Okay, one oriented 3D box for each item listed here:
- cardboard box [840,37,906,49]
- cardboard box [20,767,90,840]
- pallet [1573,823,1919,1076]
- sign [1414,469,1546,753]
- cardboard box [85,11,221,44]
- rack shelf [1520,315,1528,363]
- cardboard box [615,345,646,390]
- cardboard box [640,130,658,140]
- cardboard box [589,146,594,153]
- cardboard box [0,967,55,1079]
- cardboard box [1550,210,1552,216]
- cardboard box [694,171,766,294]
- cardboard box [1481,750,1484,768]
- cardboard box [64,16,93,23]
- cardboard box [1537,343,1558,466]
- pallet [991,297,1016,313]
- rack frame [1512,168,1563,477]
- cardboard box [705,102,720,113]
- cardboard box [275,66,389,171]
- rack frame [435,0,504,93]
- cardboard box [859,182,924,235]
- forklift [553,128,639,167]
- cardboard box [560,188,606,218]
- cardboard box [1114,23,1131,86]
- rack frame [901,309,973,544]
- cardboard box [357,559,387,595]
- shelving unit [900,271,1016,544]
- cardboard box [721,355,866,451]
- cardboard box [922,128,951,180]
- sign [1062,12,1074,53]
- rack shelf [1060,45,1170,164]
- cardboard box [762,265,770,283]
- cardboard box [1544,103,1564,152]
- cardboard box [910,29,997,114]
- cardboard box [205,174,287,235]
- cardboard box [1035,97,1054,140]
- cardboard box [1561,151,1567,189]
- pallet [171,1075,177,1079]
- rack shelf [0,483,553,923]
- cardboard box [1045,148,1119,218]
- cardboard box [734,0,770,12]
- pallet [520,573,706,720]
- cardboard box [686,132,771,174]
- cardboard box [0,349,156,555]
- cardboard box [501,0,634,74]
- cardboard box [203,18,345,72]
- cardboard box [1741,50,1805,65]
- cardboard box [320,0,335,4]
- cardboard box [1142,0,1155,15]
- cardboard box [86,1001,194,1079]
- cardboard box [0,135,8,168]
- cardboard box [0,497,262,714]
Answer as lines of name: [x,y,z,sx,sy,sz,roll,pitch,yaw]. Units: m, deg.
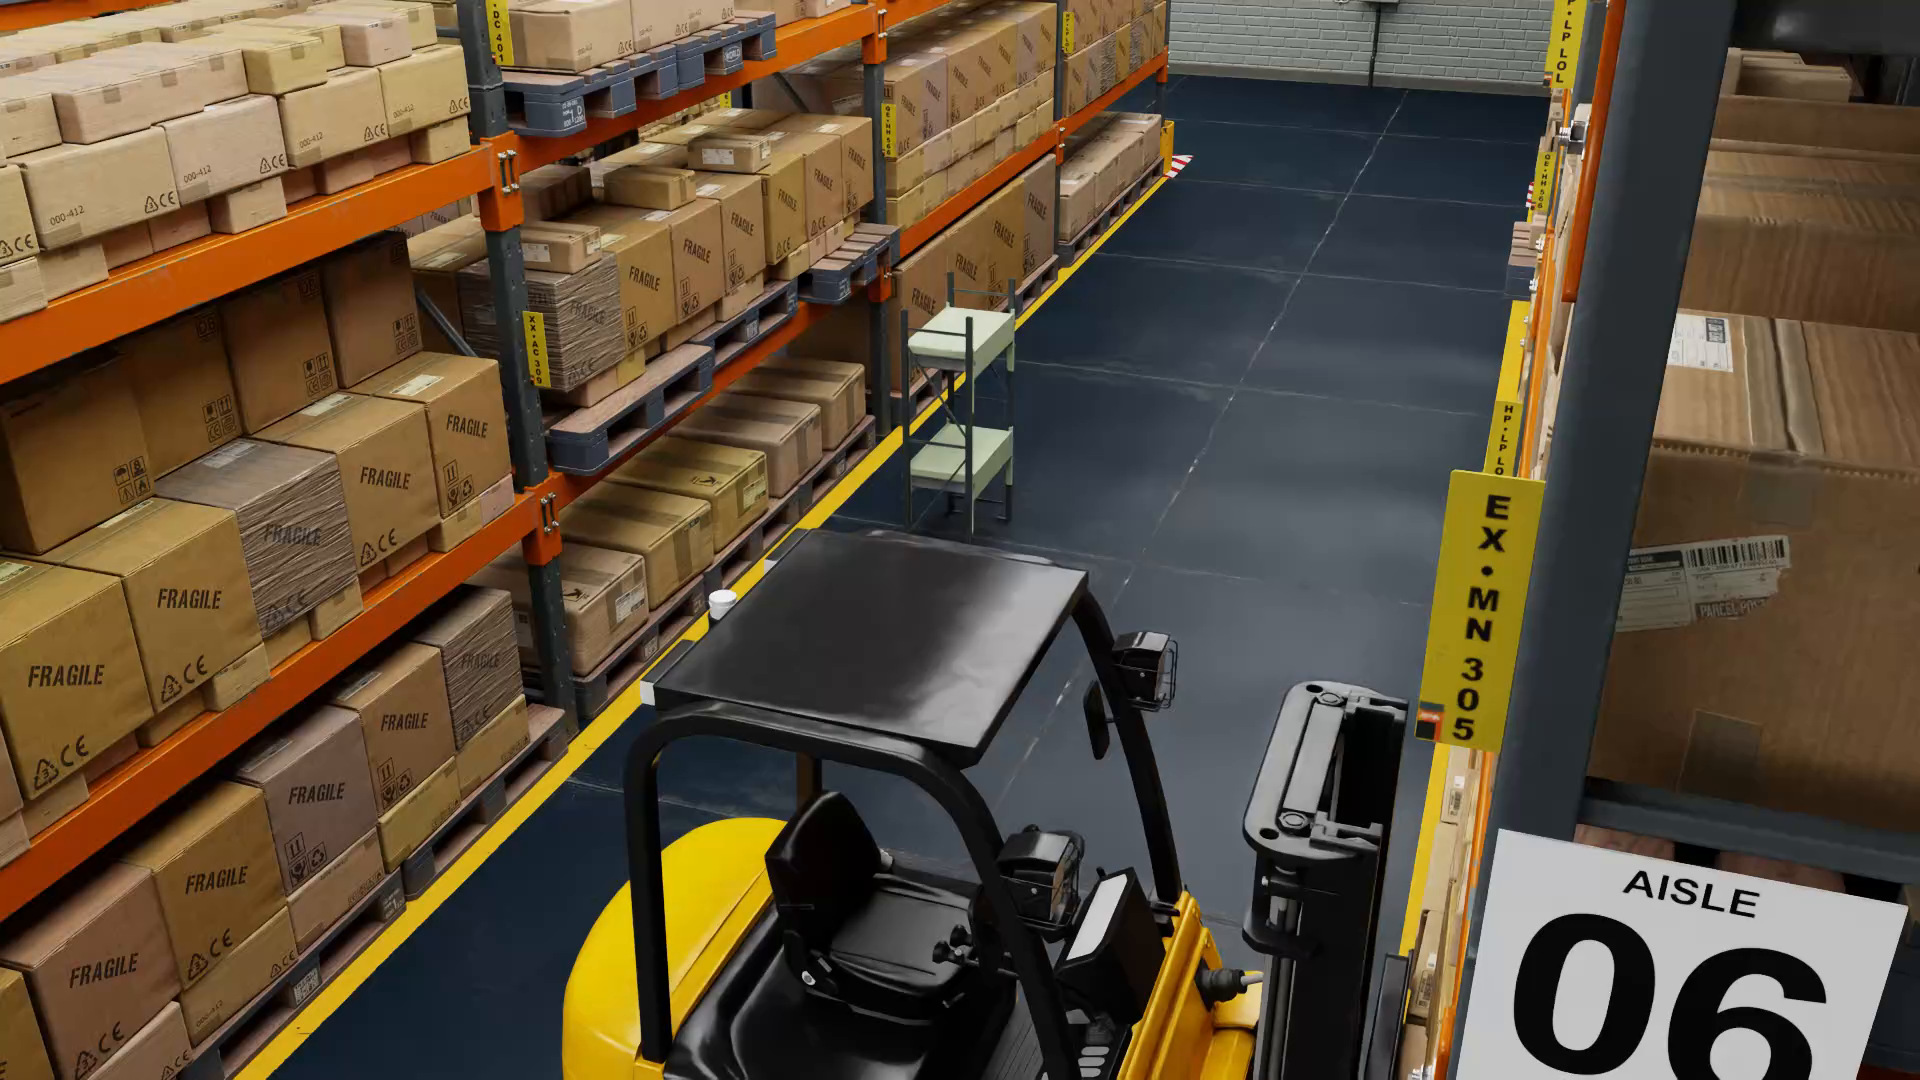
cardboard box: [-0.698,-3.288,11.836,0.500,0.500,0.500,9,27,17]
cardboard box: [-2.895,0.752,5.043,0.380,0.149,0.250,9,27,19]
pallet: [1.321,0.281,2.386,1.003,0.211,1.213,9,27,17]
sign: [0.555,0.081,1.773,0.100,0.325,0.005,9,27,17]
cardboard box: [-2.857,-1.779,5.913,0.380,0.149,0.250,8,27,16]
rack shelf: [4.389,-1.907,11.072,1.077,0.370,4.000,9,27,17]
cardboard box: [-1.716,-0.842,7.853,0.380,0.149,0.250,9,27,18]
cardboard box: [-3.404,-4.224,17.481,0.380,0.149,0.250,9,27,18]
cardboard box: [-3.833,-3.948,16.569,0.380,0.149,0.250,8,27,17]
cardboard box: [-3.084,1.570,4.878,0.500,0.500,0.500,8,27,16]
cardboard box: [3.340,-1.658,8.873,0.380,0.149,0.250,10,27,19]
cardboard box: [-1.358,-1.622,8.720,0.500,0.500,0.500,8,27,15]
cardboard box: [1.586,0.513,4.390,0.380,0.149,0.250,8,27,16]
cardboard box: [-8.870,-5.021,16.564,0.500,0.500,0.500,9,27,18]
cardboard box: [1.135,-0.134,2.700,0.396,0.266,0.258,9,27,18]
pallet: [-0.217,-1.685,12.988,1.003,0.211,1.213,9,27,17]
rack frame: [2.393,0.235,5.823,1.000,3.000,0.127,9,27,17]
cardboard box: [-2.904,-4.873,18.820,0.380,0.149,0.250,8,27,16]
cardboard box: [-2.350,-1.472,5.736,0.500,0.250,0.500,8,27,17]
rack frame: [-2.289,-3.184,5.999,1.000,3.000,0.127,9,27,17]
cardboard box: [-0.558,-2.224,11.074,0.500,0.250,0.500,8,27,17]
forklift: [-2.803,-2.185,10.899,1.130,2.935,3.031,10,27,19]
cardboard box: [-2.011,-1.490,8.447,0.500,0.500,0.500,10,27,19]
cardboard box: [1.290,-4.592,15.678,0.500,0.500,0.500,10,27,19]
rack frame: [-0.124,-0.522,9.107,0.400,1.500,0.023,9,27,17]
cardboard box: [-2.442,0.105,6.378,0.380,0.149,0.250,8,27,17]
shelving unit: [-0.002,-0.672,9.417,0.431,1.500,0.755,9,27,17]
cardboard box: [-1.156,-0.903,10.706,0.950,0.372,0.625,7,27,14]
cardboard box: [-0.384,-2.669,11.420,0.500,0.250,0.500,9,27,19]
sign: [0.888,-4.182,13.707,0.100,0.325,0.005,9,27,17]
rack shelf: [1.038,-4.269,15.951,1.077,0.370,4.000,9,27,17]
cardboard box: [-1.280,-1.501,9.215,0.380,0.149,0.250,9,27,18]
cardboard box: [4.249,-2.585,11.050,0.700,0.500,0.500,9,27,17]
cardboard box: [-0.050,-3.412,12.093,0.500,0.500,0.500,9,27,18]
cardboard box: [-2.463,-1.126,5.479,0.380,0.149,0.250,10,27,19]
cardboard box: [0.461,-3.483,13.673,0.500,0.250,0.500,8,27,16]
cardboard box: [1.957,-1.096,4.821,0.380,0.149,0.250,9,27,19]
pallet: [-3.291,2.055,5.263,1.003,0.211,1.213,9,27,17]
rack shelf: [-2.955,0.662,5.766,1.077,0.370,4.000,9,27,17]
cardboard box: [0.980,-3.417,15.824,0.875,0.438,0.875,8,27,16]
cardboard box: [-1.439,-2.893,8.722,0.797,0.503,0.637,9,27,17]
pallet: [-2.032,0.451,8.575,1.003,0.211,1.213,9,27,17]
cardboard box: [-1.237,-2.074,8.909,0.380,0.149,0.250,7,27,15]
cardboard box: [-3.111,-0.326,5.379,0.700,0.500,0.500,9,27,17]
cardboard box: [-1.717,-2.137,6.970,0.500,0.250,0.500,8,27,16]
cardboard box: [-2.374,-1.706,5.762,0.380,0.149,0.250,9,27,19]
cardboard box: [2.831,-1.677,6.021,0.380,0.149,0.250,9,27,17]
cardboard box: [-7.619,-6.334,19.679,0.380,0.149,0.250,9,27,18]
cardboard box: [1.622,-5.458,16.319,0.500,0.500,0.500,9,27,18]
cardboard box: [-2.914,1.709,5.452,0.500,0.250,0.500,10,27,19]
cardboard box: [-2.790,-1.055,4.419,0.380,0.149,0.250,10,27,19]
cardboard box: [-2.702,0.194,5.451,0.500,0.500,0.500,8,27,16]
